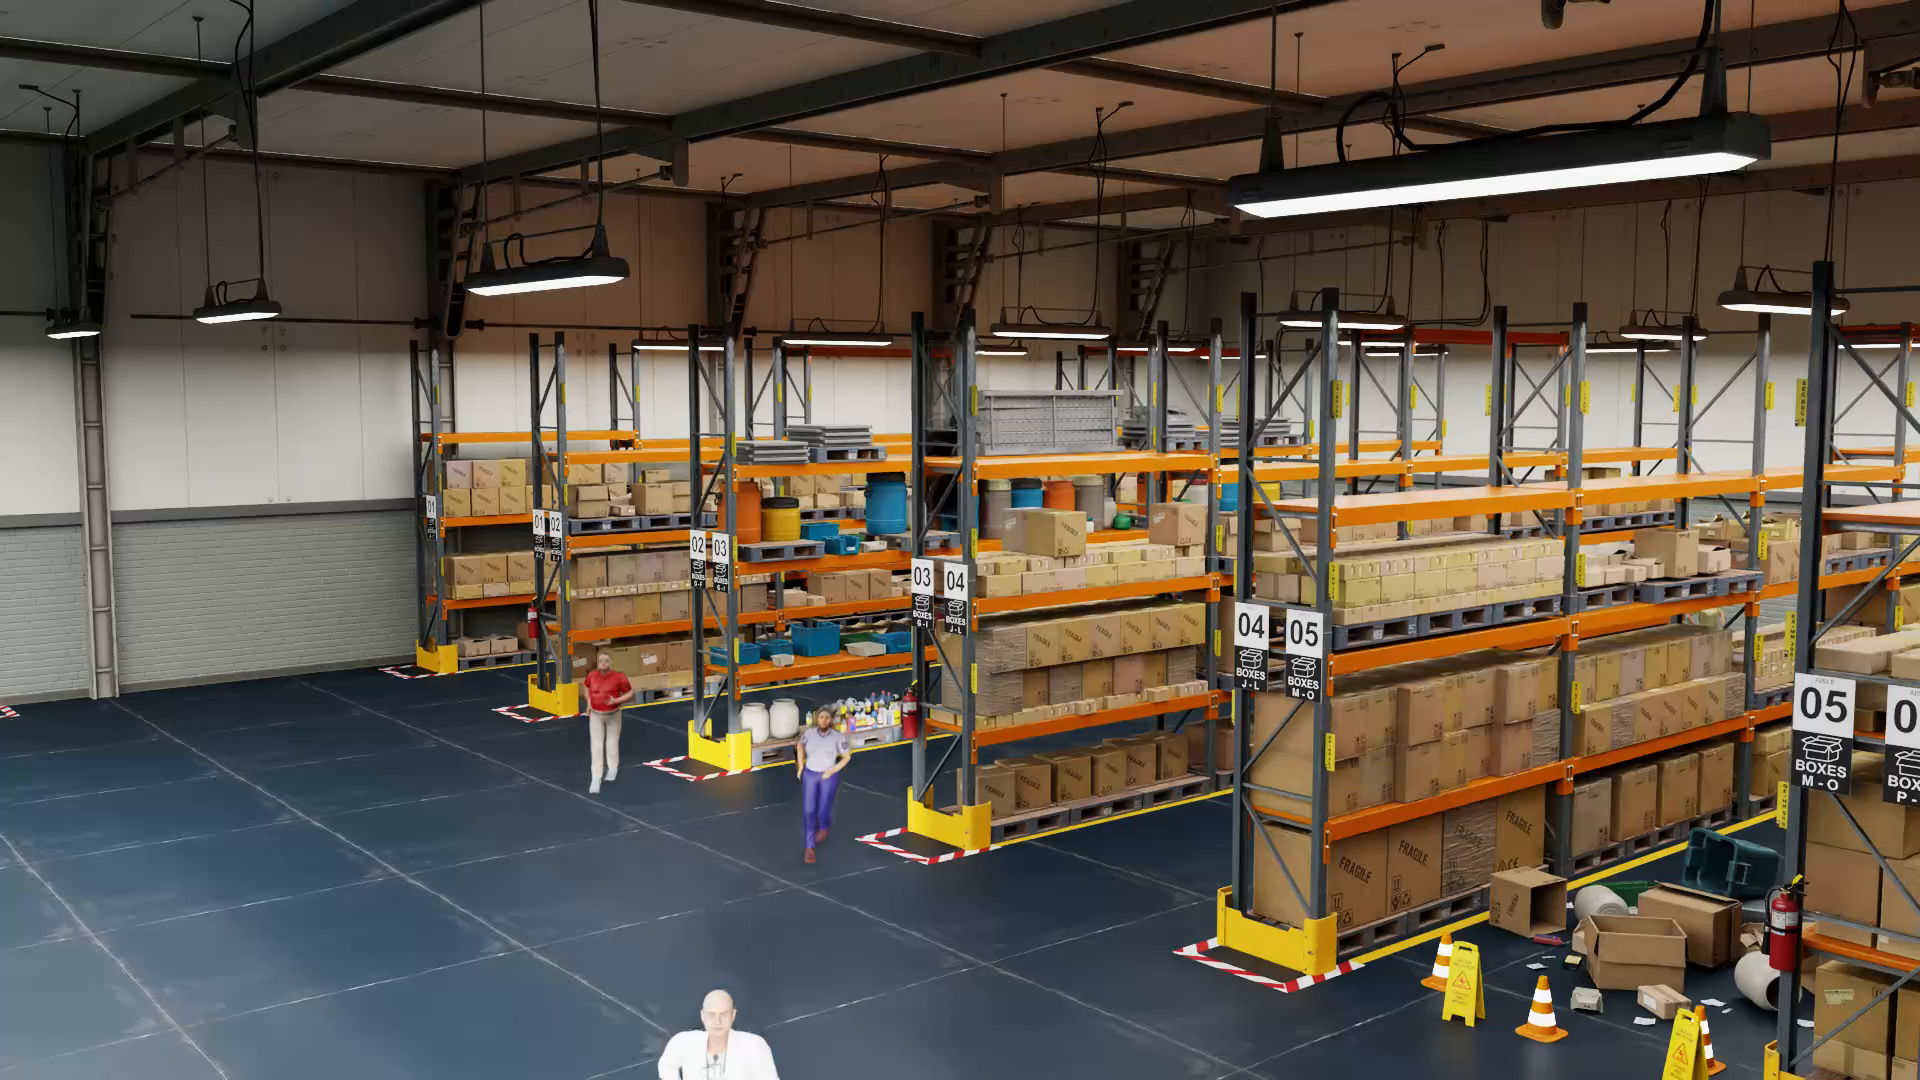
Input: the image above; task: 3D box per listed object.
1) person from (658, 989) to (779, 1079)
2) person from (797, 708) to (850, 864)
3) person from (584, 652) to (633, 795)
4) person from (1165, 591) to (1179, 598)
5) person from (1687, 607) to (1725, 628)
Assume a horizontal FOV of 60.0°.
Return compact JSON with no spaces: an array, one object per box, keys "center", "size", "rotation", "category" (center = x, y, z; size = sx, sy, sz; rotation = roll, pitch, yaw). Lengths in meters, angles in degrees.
[{"center":[-1.351,3.412,9.330],"size":[0.694,1.824,0.875],"rotation":[-1,5,-6],"category":"person"},{"center":[-1.517,2.665,18.375],"size":[0.616,1.638,0.849],"rotation":[0,5,3],"category":"person"},{"center":[-4.536,2.316,21.432],"size":[0.648,1.764,0.828],"rotation":[0,5,-5],"category":"person"},{"center":[4.148,1.343,32.433],"size":[0.520,1.612,0.855],"rotation":[5,7,42],"category":"person"},{"center":[13.272,1.646,29.430],"size":[0.637,1.614,0.521],"rotation":[-1,5,-12],"category":"person"}]
